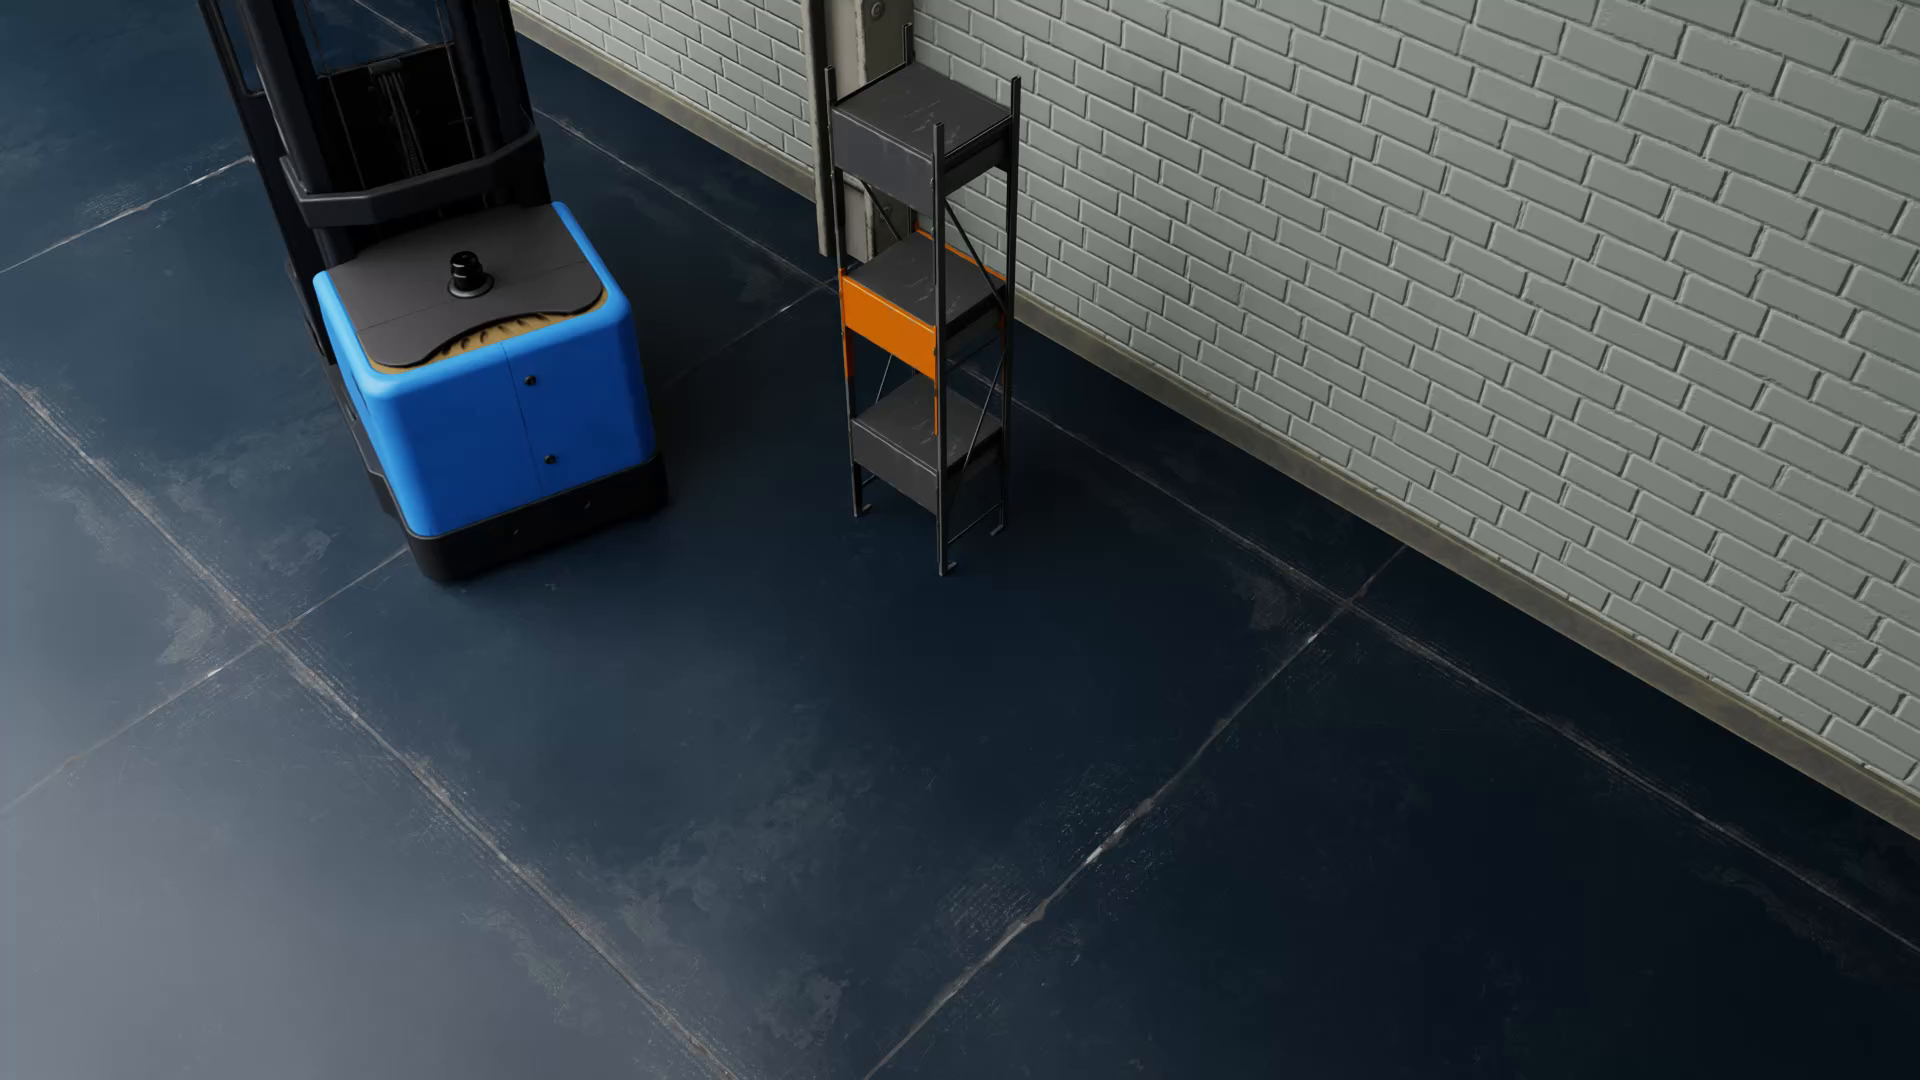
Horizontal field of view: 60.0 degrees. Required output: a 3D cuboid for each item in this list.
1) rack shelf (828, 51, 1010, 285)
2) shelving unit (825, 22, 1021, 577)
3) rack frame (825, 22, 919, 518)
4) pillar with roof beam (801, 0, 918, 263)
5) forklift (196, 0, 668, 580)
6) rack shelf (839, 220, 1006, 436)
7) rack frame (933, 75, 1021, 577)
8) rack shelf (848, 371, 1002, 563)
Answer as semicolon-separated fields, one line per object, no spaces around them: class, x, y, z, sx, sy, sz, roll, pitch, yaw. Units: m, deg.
rack shelf;-0.122;-1.270;5.670;0.480;0.518;0.431;34;55;28
shelving unit;-0.122;-0.801;6.170;0.503;2.100;0.431;34;55;28
rack frame;-0.301;-0.921;6.283;0.015;2.100;0.400;34;55;28
pillar with roof beam;-3.365;-2.176;2.729;0.400;9.000;9.100;34;55;28
forklift;-2.374;-1.916;6.647;1.130;2.935;3.031;-22;51;-19
rack shelf;-0.122;-0.791;6.180;0.480;0.518;0.431;34;55;28
rack frame;0.058;-0.680;6.057;0.015;2.100;0.400;34;55;28
rack shelf;-0.122;-0.312;6.690;0.480;0.518;0.431;34;55;28
